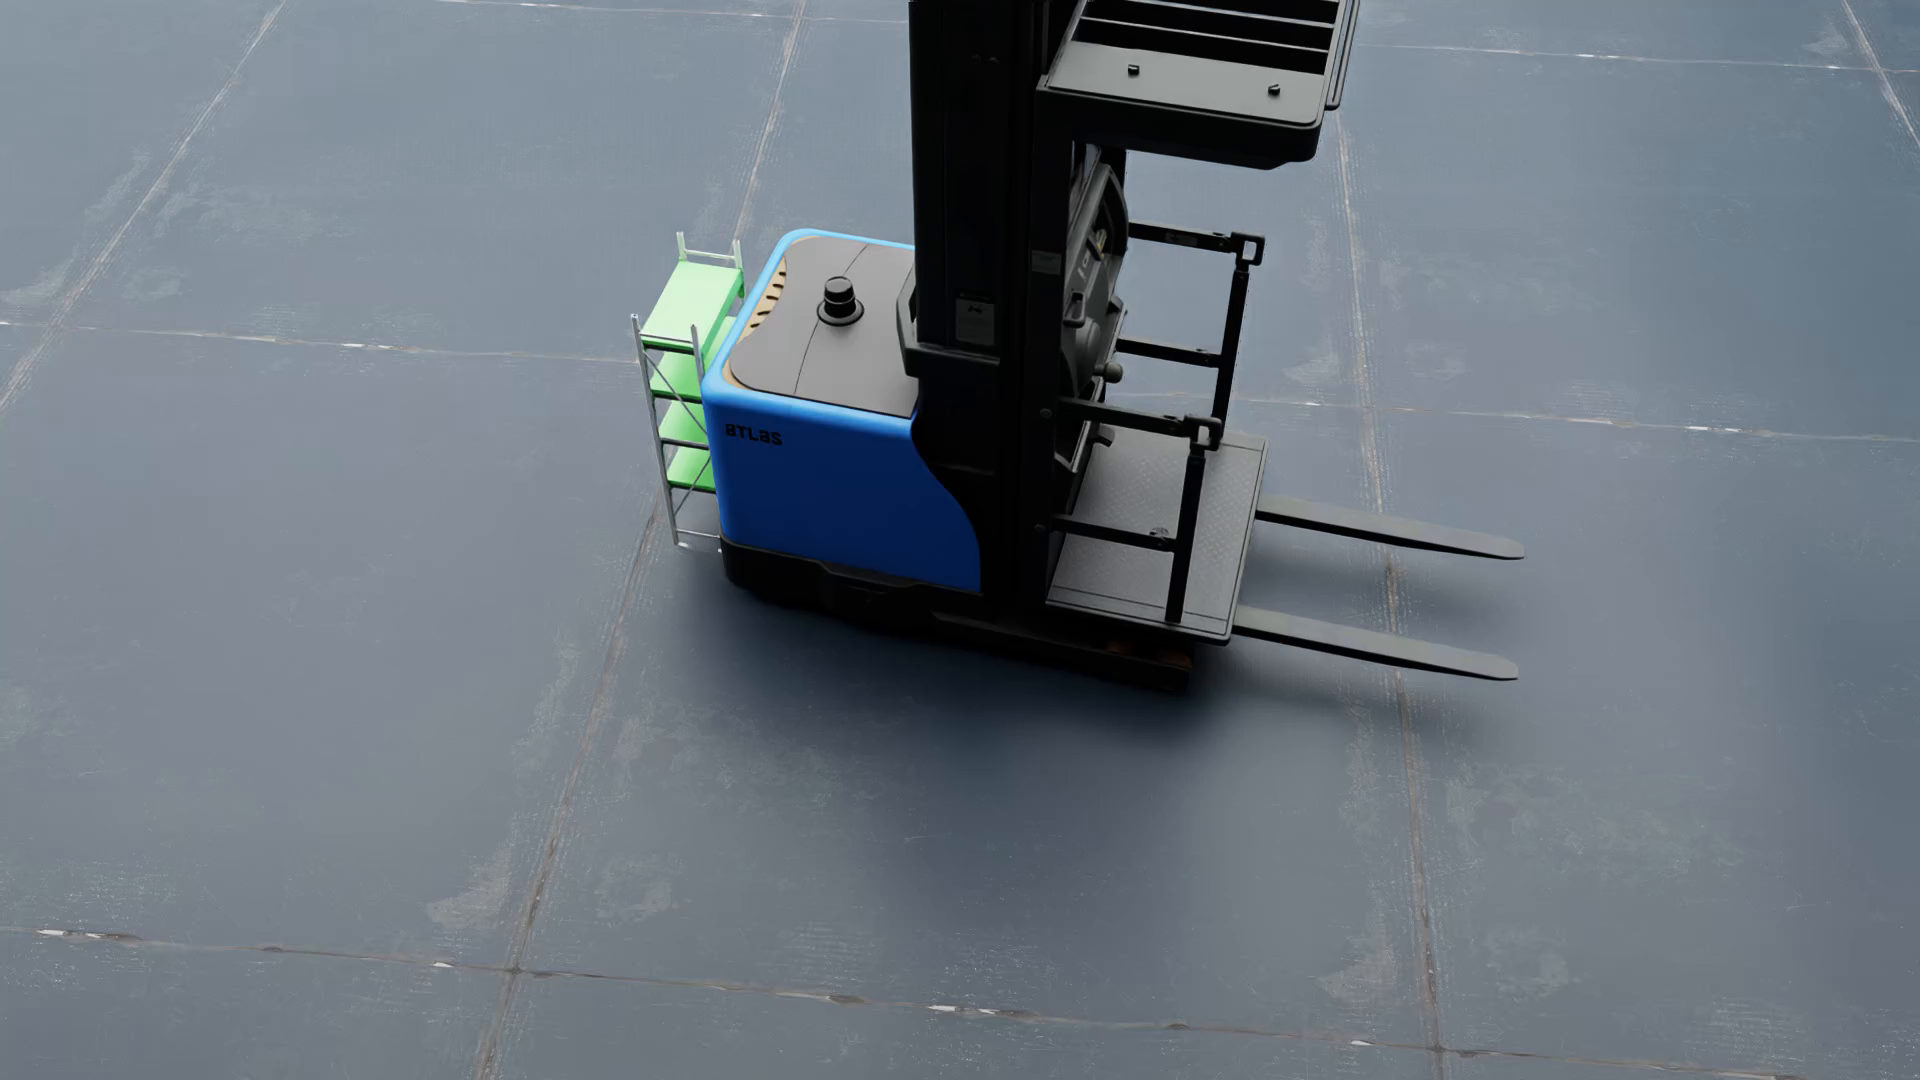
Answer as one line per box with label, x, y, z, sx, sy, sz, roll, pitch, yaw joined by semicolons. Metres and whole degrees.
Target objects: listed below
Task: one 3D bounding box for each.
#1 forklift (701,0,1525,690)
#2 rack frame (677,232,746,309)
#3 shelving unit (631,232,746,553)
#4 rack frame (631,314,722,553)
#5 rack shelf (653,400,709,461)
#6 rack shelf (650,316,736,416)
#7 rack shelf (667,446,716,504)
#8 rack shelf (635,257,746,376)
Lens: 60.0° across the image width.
forklift;0.644;-0.862;5.578;3.031;2.935;1.130;11;49;10
rack frame;-0.937;-0.721;6.622;0.240;1.200;0.015;9;48;9
shelving unit;-0.991;-0.545;6.461;0.258;1.200;0.503;9;48;9
rack frame;-1.044;-0.370;6.301;0.240;1.200;0.015;9;48;9
rack shelf;-0.991;-0.502;6.509;0.258;0.148;0.480;9;48;9
rack shelf;-0.991;-0.664;6.332;0.258;0.148;0.480;9;48;9
rack shelf;-0.991;-0.340;6.686;0.258;0.148;0.480;9;48;9
rack shelf;-0.991;-0.826;6.154;0.258;0.148;0.480;9;48;9
